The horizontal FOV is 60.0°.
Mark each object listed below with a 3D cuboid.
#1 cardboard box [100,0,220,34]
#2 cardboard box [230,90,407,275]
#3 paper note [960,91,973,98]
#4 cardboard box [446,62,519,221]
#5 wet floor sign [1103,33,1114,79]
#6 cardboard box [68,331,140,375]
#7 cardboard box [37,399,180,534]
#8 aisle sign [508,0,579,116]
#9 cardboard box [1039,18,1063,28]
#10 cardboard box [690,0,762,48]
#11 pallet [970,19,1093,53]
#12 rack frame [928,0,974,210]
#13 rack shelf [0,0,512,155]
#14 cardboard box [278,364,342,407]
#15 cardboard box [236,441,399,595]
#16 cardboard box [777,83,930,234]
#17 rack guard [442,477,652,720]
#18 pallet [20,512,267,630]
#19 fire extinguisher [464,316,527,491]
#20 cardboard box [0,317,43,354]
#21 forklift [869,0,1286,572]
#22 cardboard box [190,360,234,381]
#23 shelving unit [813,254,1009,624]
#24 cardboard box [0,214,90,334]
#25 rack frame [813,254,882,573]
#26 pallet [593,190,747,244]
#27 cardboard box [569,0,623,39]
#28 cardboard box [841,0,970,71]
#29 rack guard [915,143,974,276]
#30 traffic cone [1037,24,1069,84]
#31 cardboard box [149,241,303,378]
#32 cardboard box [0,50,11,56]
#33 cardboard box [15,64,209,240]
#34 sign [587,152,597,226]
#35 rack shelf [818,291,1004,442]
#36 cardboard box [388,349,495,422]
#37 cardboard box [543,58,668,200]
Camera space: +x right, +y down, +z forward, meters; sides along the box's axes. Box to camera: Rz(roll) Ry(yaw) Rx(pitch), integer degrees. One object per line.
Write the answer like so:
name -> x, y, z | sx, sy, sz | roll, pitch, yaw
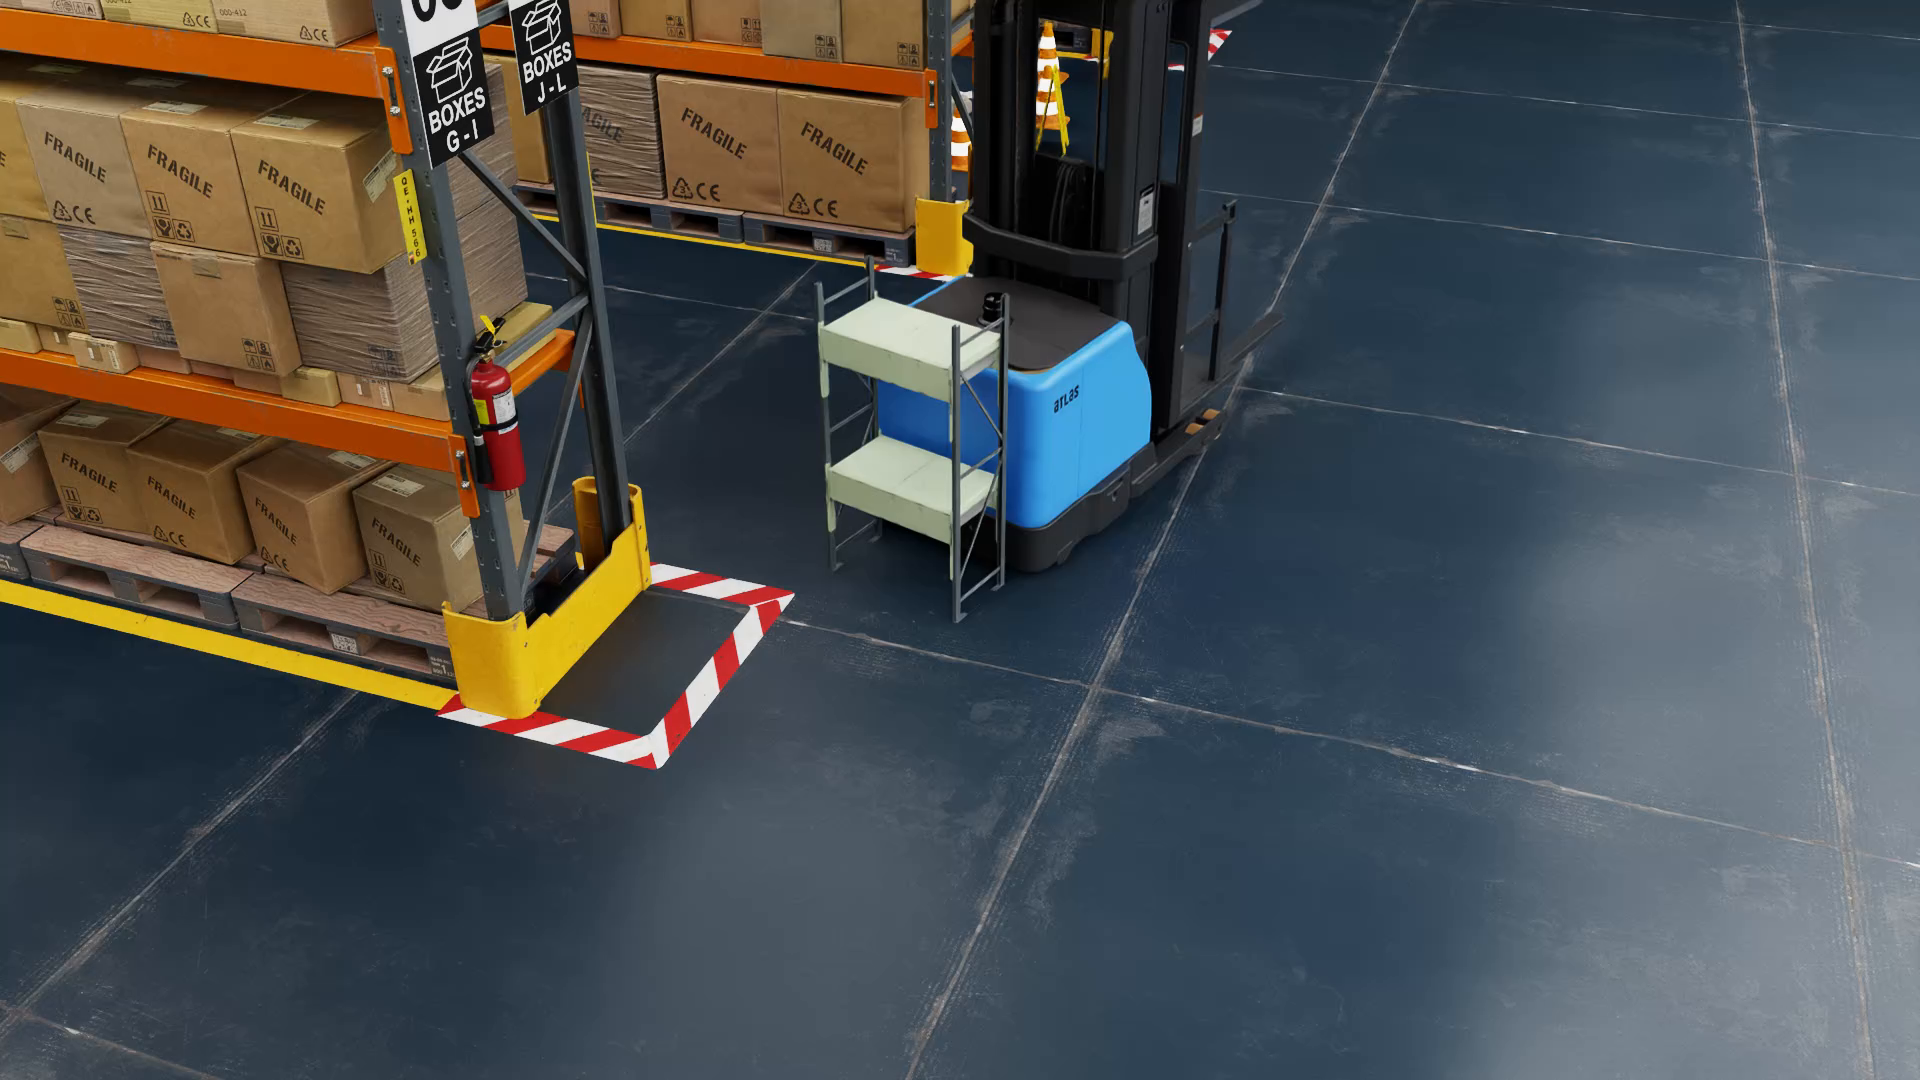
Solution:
cardboard box -> -2.752, -2.049, 6.030 | 0.500, 0.250, 0.500 | 11, 35, 17
cardboard box -> -2.342, -1.364, 6.310 | 0.500, 0.500, 0.500 | 11, 34, 16
paper note -> 0.041, -3.772, 14.065 | 0.142, 0.019, 0.148 | 0, 33, 0
cardboard box -> -2.167, -1.630, 6.721 | 0.500, 0.500, 0.500 | 11, 34, 16
wet floor sign -> 1.420, -4.293, 14.304 | 0.232, 0.644, 0.267 | 24, 40, 32
cardboard box -> -3.527, -0.865, 7.056 | 0.250, 0.149, 0.380 | 11, 34, 16
cardboard box -> -3.991, -0.393, 8.011 | 0.500, 0.500, 0.500 | 8, 34, 12
aisle sign -> -1.582, -2.037, 6.243 | 0.004, 0.787, 0.394 | 11, 34, 16
cardboard box -> 0.728, -4.899, 15.221 | 0.500, 0.250, 0.500 | 11, 34, 16
cardboard box -> -1.347, -3.681, 11.048 | 0.550, 0.550, 0.875 | 11, 34, 16
pallet -> 0.778, -4.872, 15.602 | 1.213, 0.211, 1.003 | 11, 34, 16
rack frame -> 0.027, -3.317, 10.622 | 0.127, 3.000, 1.000 | 11, 34, 16
rack shelf -> -3.624, -2.127, 6.677 | 4.000, 0.370, 1.077 | 11, 34, 16
cardboard box -> -2.567, -0.710, 6.815 | 0.250, 0.149, 0.380 | 11, 34, 16
cardboard box -> -2.898, -0.144, 7.625 | 0.500, 0.500, 0.500 | 21, 38, 29
cardboard box -> -0.633, -2.691, 11.225 | 0.875, 0.875, 0.875 | 11, 35, 17
rack guard -> -1.813, 0.233, 7.428 | 0.348, 0.500, 1.175 | 11, 34, 16
pallet -> -3.710, -0.036, 8.112 | 1.213, 0.211, 1.003 | 11, 34, 16
fire extinguisher -> -1.789, -0.514, 6.352 | 0.183, 0.674, 0.296 | 11, 34, 16
cardboard box -> -3.989, -0.969, 7.217 | 0.250, 0.149, 0.380 | 11, 34, 16
forklift -> 0.806, -1.830, 8.382 | 1.130, 2.935, 3.031 | 21, 38, 29
cardboard box -> -3.018, -0.830, 7.002 | 0.250, 0.149, 0.380 | 11, 34, 16
shelving unit -> -0.211, -0.449, 7.563 | 0.755, 1.500, 0.431 | 21, 38, 29
cardboard box -> -3.684, -1.326, 7.172 | 0.500, 0.500, 0.875 | 11, 34, 16
rack frame -> -0.511, -0.564, 7.740 | 0.023, 1.500, 0.400 | 21, 38, 29
pallet -> -1.896, -2.476, 11.891 | 1.213, 0.211, 1.003 | 11, 34, 16
cardboard box -> -2.393, -3.803, 11.236 | 0.550, 0.550, 0.875 | 11, 34, 16
cardboard box -> -0.337, -3.425, 10.651 | 0.550, 0.550, 0.875 | 11, 34, 16
rack guard -> 0.050, -2.263, 11.293 | 0.348, 0.500, 1.175 | 11, 34, 16
traffic cone -> 0.762, -4.217, 14.355 | 0.334, 0.463, 0.336 | 11, 34, 16
cardboard box -> -2.761, -1.115, 6.845 | 0.500, 0.500, 0.875 | 11, 34, 16
cardboard box -> -4.227, -1.727, 6.872 | 0.500, 0.500, 0.500 | 11, 34, 16
cardboard box -> -3.285, -1.546, 6.591 | 0.500, 0.500, 0.500 | 11, 34, 16
sign -> -1.558, -1.444, 6.923 | 0.005, 0.325, 0.100 | 11, 34, 16
rack shelf -> -0.212, -0.777, 7.351 | 0.720, 0.370, 0.431 | 21, 38, 29
cardboard box -> -2.079, -0.644, 6.714 | 0.250, 0.149, 0.380 | 11, 34, 16
cardboard box -> -2.320, -3.019, 11.732 | 0.875, 0.875, 0.875 | 11, 35, 17
